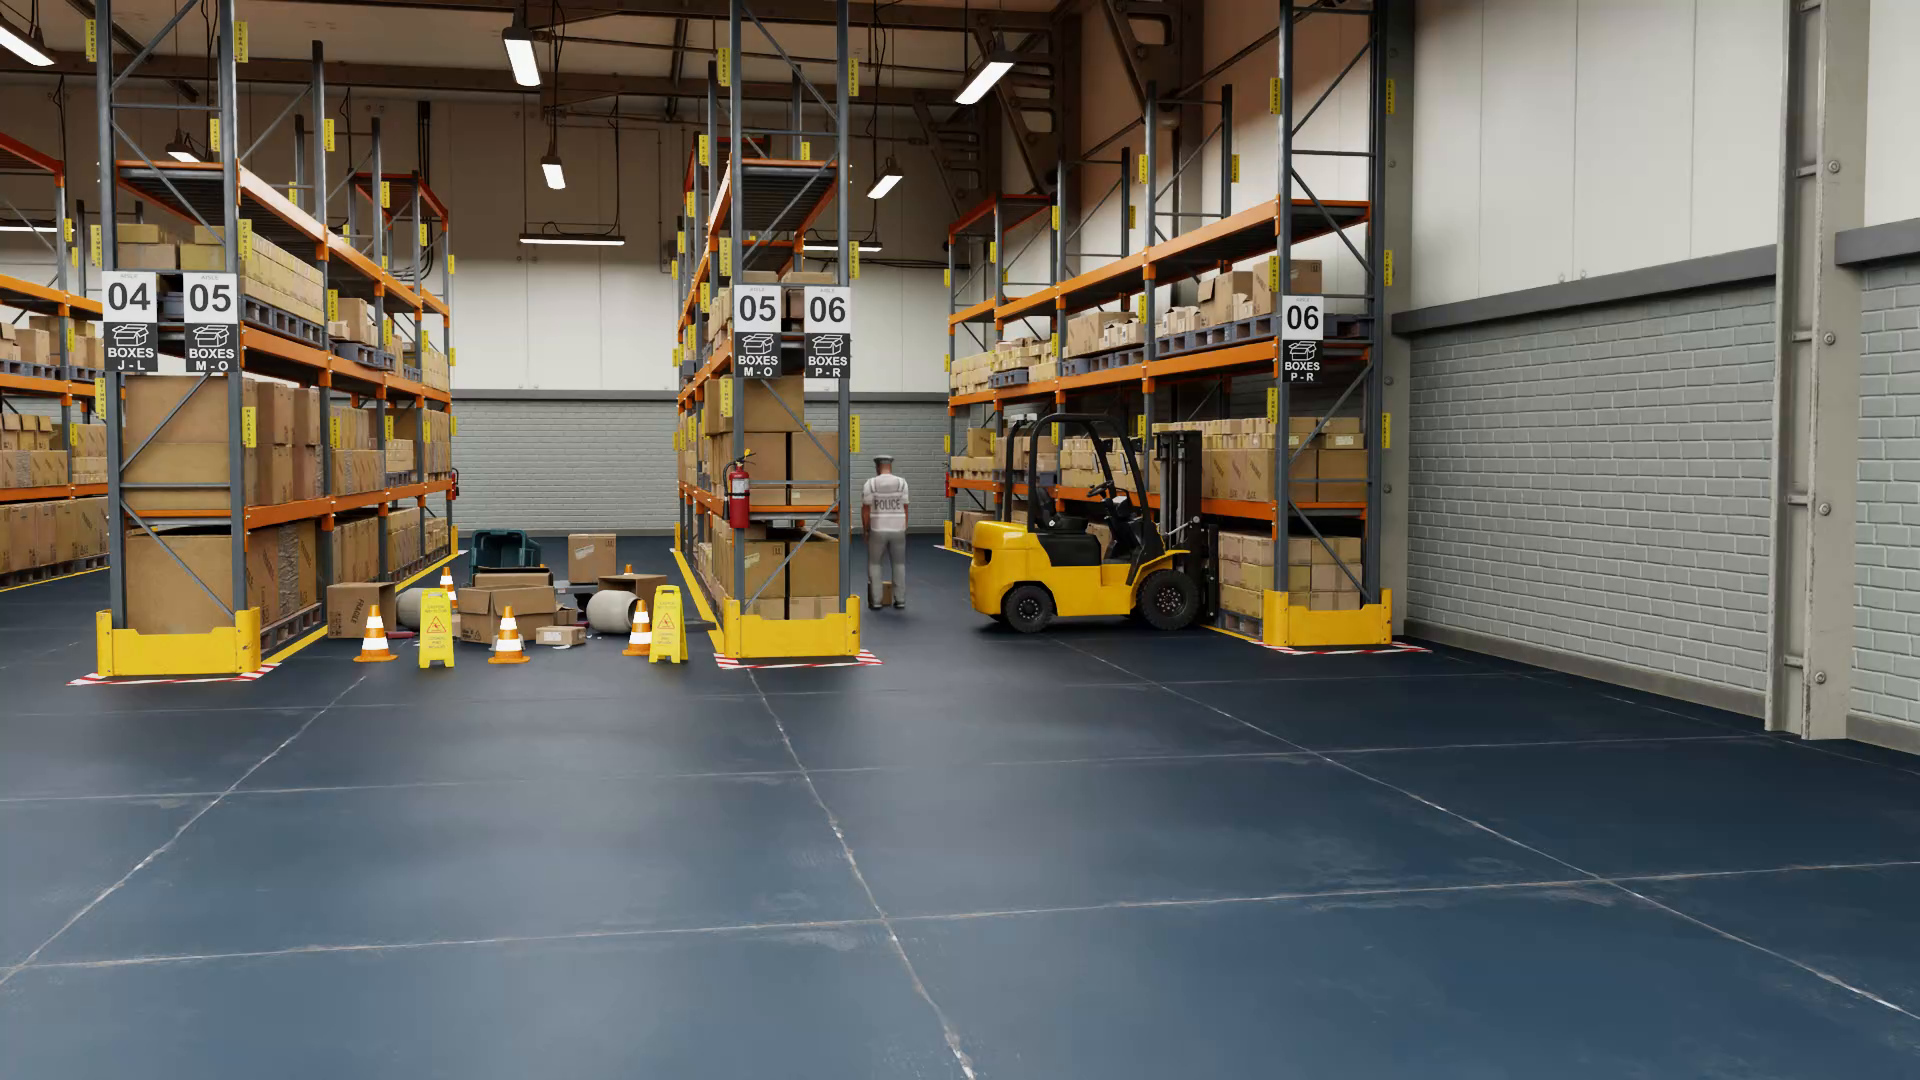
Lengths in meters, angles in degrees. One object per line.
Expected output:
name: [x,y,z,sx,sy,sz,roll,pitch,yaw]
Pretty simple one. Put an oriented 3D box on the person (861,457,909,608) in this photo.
person: [-0.854,-0.082,18.932,0.541,1.731,0.405,-1,3,-11]
